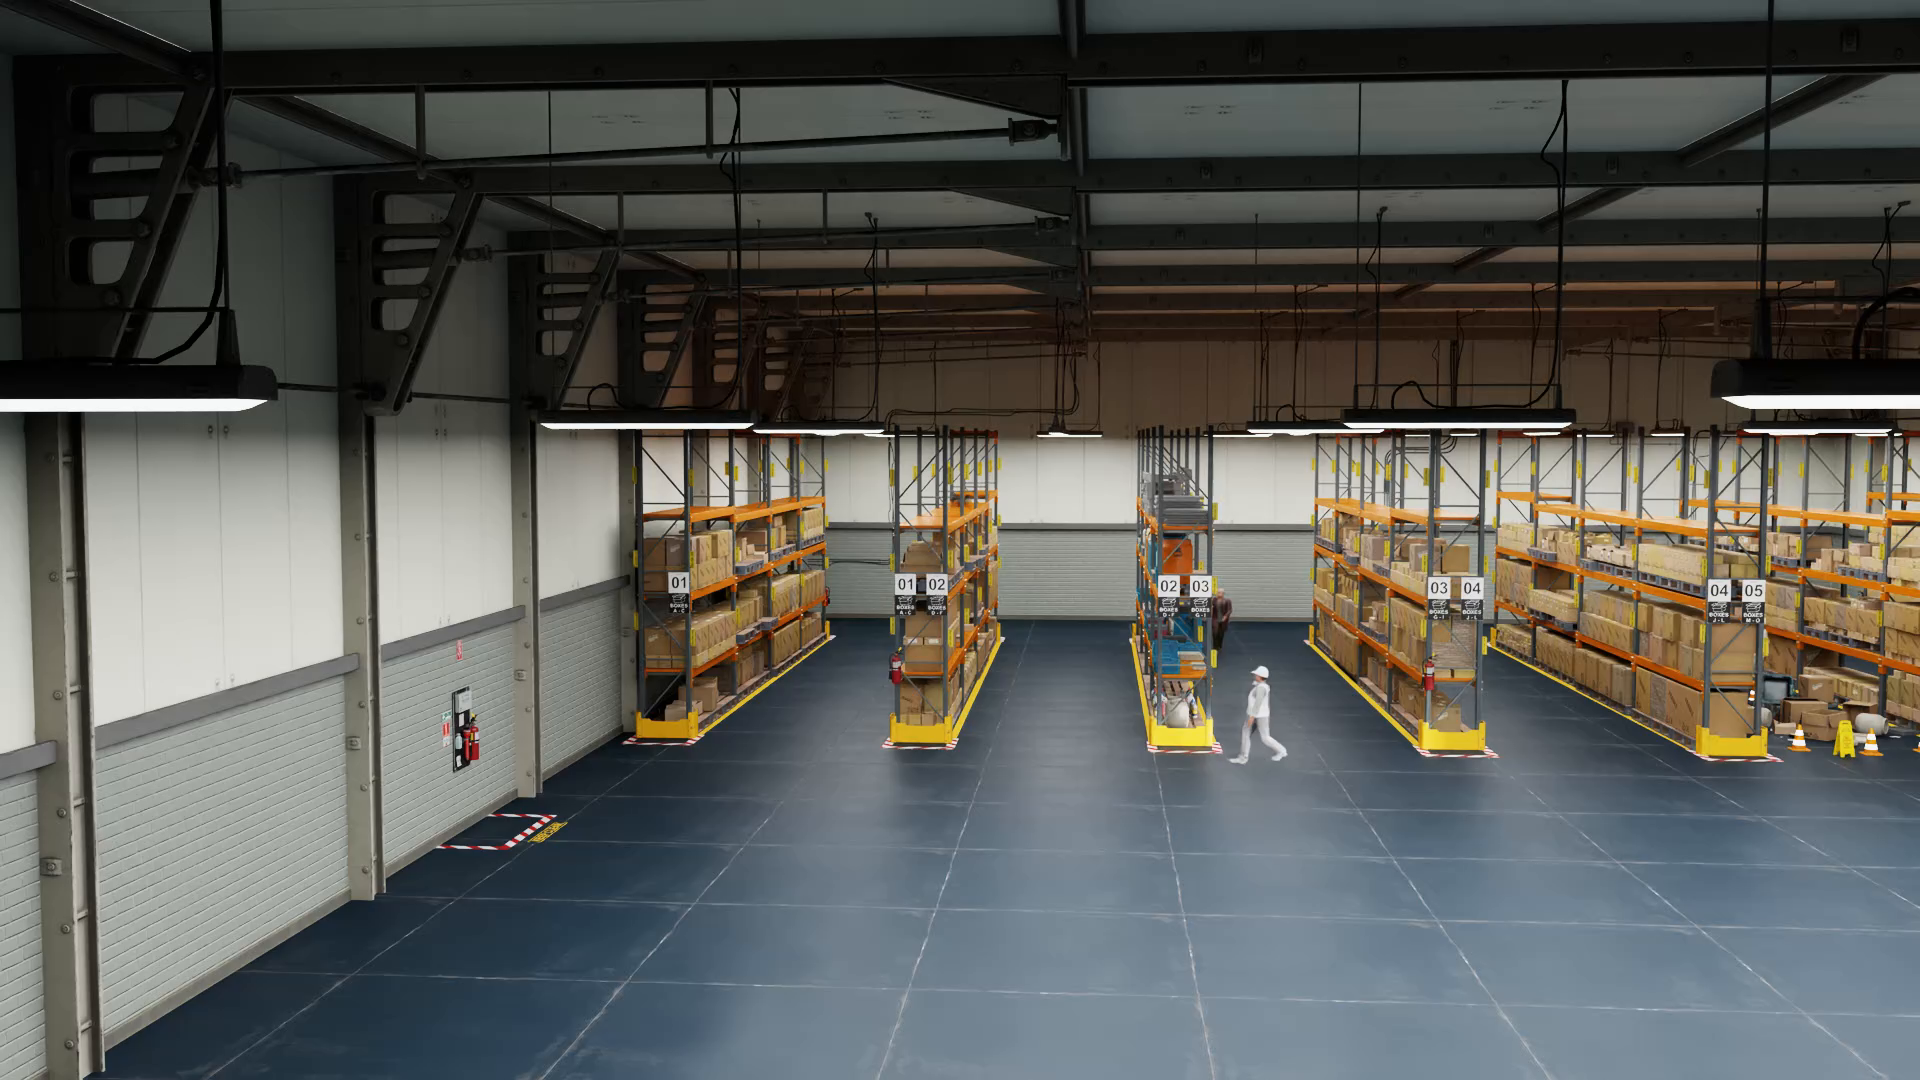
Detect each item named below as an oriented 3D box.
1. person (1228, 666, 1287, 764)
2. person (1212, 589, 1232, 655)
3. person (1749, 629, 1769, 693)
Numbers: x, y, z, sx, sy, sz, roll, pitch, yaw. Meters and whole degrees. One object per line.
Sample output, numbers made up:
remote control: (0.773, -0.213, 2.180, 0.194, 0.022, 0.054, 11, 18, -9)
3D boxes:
person: (5.274, 3.094, 29.300, 0.979, 1.744, 0.495, -1, 4, -18)
person: (7.005, 2.211, 44.665, 0.571, 1.814, 0.939, 0, 3, 6)
person: (17.819, 2.598, 37.288, 0.650, 1.797, 0.693, 0, 3, -6)
